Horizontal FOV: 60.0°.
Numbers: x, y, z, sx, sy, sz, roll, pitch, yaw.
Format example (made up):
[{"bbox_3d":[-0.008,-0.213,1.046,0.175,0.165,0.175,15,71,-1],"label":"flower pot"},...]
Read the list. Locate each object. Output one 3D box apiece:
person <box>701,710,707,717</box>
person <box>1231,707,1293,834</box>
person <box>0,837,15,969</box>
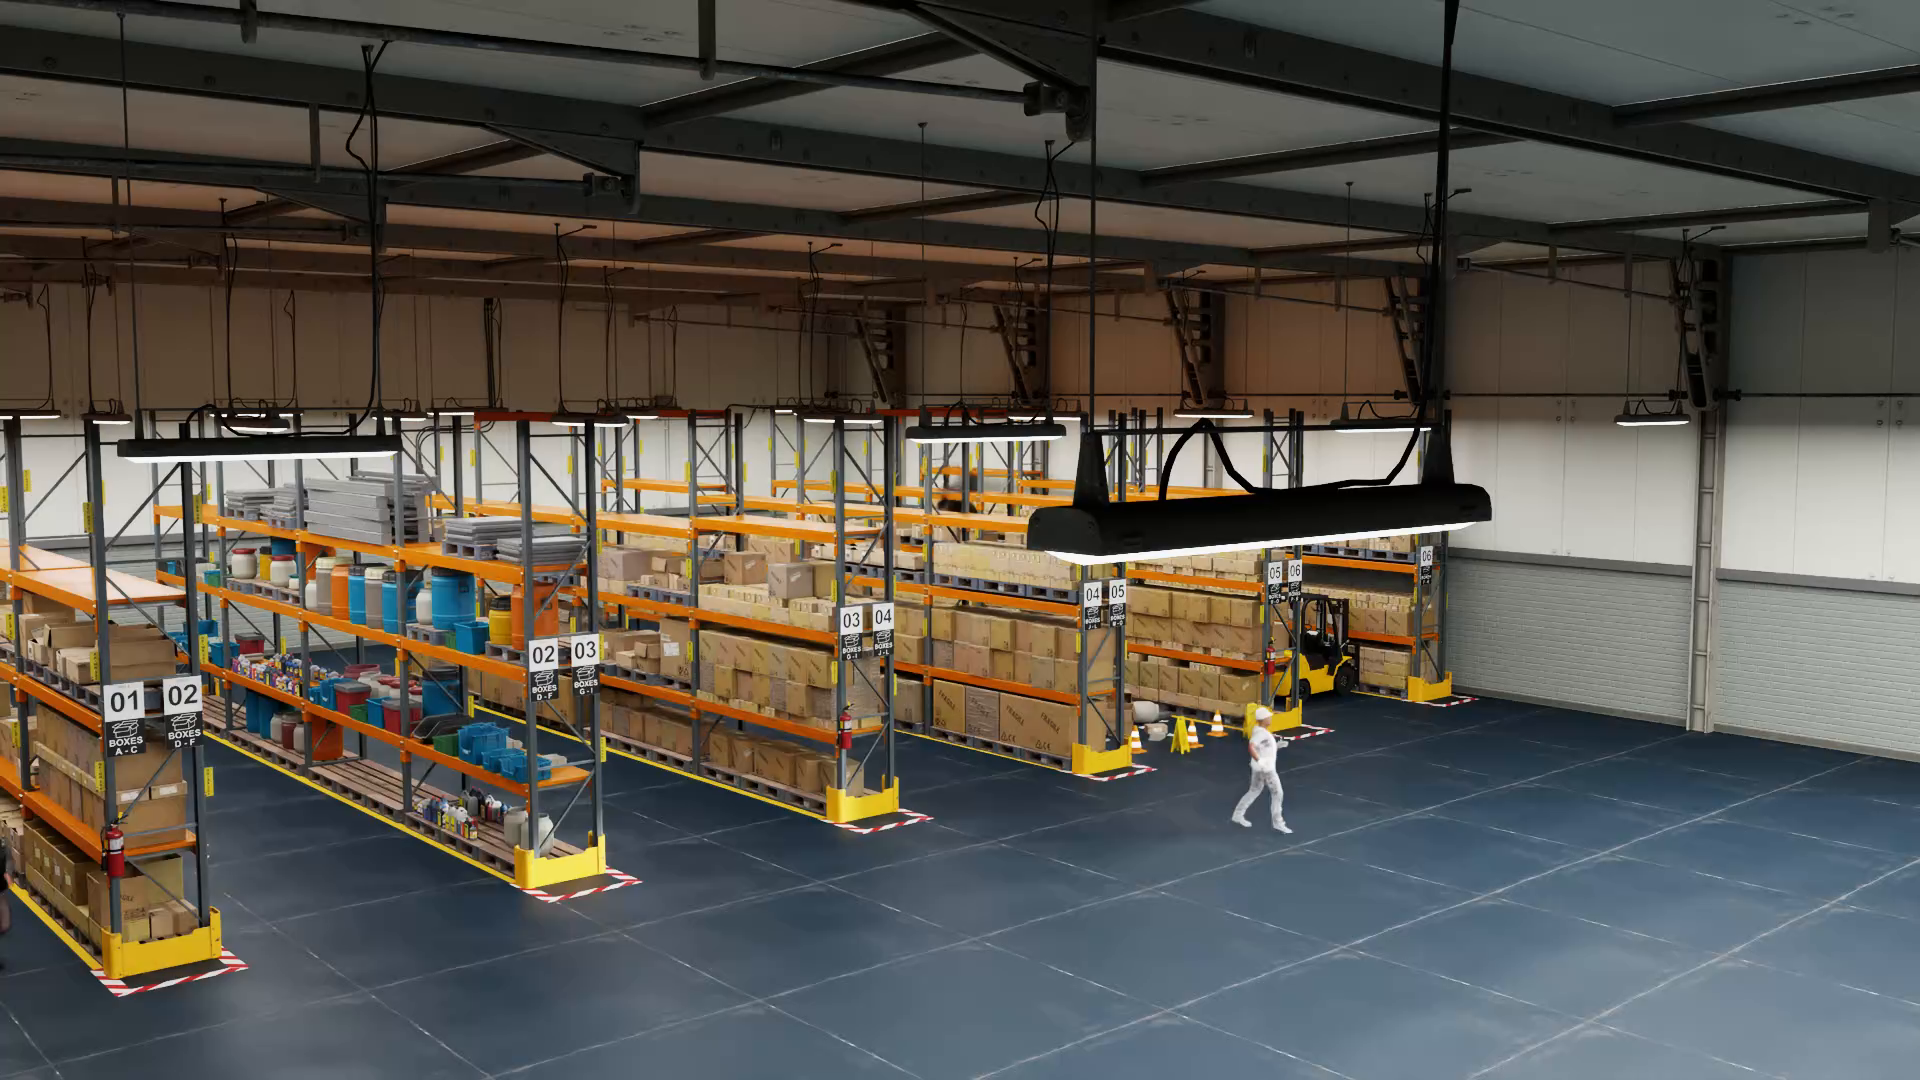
[{"bbox_3d":[-4.998,2.662,31.900,0.694,1.737,0.771,-5,7,-43],"label":"person"},{"bbox_3d":[4.363,3.318,23.973,0.863,1.821,0.673,0,5,-5],"label":"person"},{"bbox_3d":[-10.750,3.918,18.326,0.640,1.609,0.652,4,7,41],"label":"person"}]
